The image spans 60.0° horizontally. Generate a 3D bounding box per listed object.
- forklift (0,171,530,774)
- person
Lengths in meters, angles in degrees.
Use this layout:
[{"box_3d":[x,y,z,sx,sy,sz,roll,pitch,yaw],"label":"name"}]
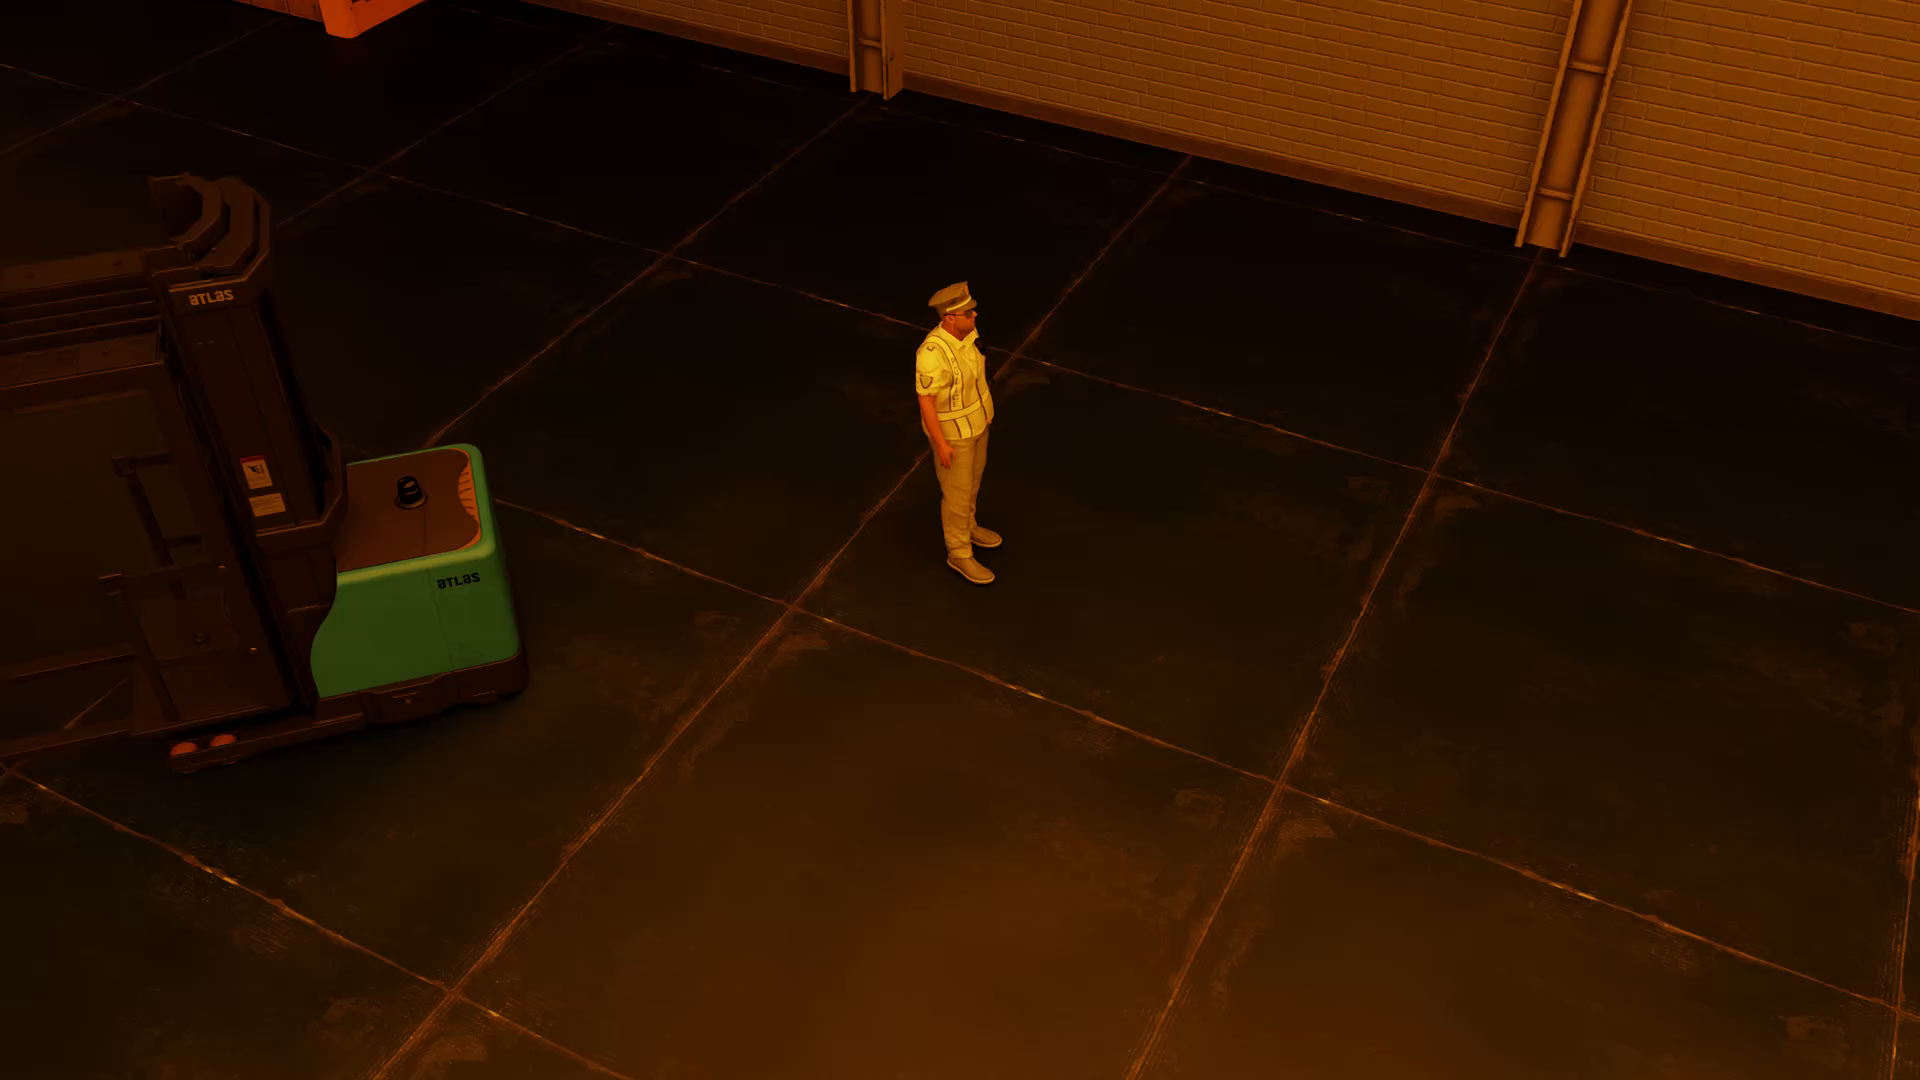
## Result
[{"box_3d":[-3.966,-0.271,8.308,3.031,2.935,1.130,-12,41,-13],"label":"forklift"},{"box_3d":[0.064,-0.658,9.647,0.574,1.781,0.641,18,43,21],"label":"person"}]
